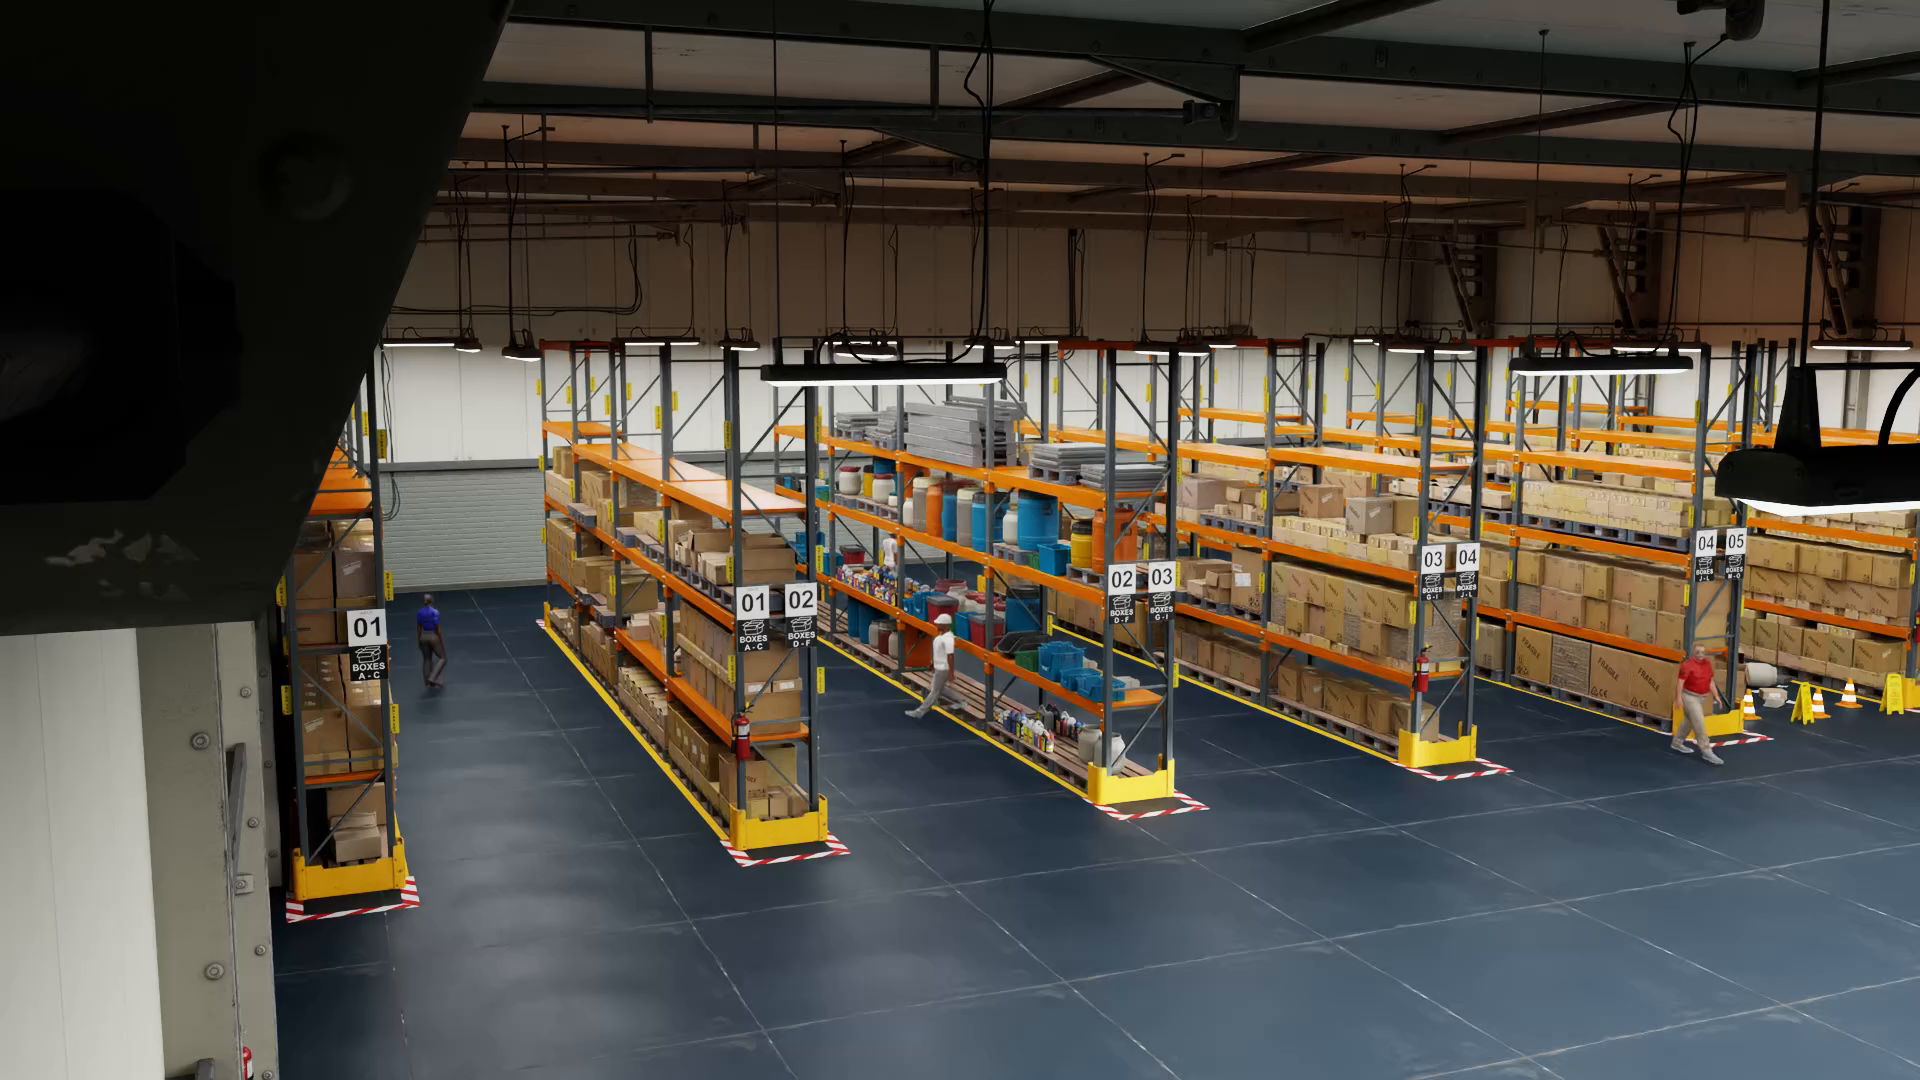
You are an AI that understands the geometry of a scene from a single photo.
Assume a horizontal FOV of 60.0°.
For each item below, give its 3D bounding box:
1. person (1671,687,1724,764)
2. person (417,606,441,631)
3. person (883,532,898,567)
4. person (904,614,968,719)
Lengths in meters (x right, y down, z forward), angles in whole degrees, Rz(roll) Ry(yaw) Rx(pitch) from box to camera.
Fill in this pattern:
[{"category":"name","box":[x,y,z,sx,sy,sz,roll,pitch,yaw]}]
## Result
[{"category":"person","box":[10.767,2.656,24.234,0.412,1.038,0.923,-5,9,-32]},{"category":"person","box":[-9.218,1.379,28.930,0.437,0.500,0.272,2,8,17]},{"category":"person","box":[-1.509,0.233,37.364,0.385,1.074,0.595,-5,9,-36]},{"category":"person","box":[-0.373,2.003,26.499,1.013,1.686,0.592,0,7,1]}]
